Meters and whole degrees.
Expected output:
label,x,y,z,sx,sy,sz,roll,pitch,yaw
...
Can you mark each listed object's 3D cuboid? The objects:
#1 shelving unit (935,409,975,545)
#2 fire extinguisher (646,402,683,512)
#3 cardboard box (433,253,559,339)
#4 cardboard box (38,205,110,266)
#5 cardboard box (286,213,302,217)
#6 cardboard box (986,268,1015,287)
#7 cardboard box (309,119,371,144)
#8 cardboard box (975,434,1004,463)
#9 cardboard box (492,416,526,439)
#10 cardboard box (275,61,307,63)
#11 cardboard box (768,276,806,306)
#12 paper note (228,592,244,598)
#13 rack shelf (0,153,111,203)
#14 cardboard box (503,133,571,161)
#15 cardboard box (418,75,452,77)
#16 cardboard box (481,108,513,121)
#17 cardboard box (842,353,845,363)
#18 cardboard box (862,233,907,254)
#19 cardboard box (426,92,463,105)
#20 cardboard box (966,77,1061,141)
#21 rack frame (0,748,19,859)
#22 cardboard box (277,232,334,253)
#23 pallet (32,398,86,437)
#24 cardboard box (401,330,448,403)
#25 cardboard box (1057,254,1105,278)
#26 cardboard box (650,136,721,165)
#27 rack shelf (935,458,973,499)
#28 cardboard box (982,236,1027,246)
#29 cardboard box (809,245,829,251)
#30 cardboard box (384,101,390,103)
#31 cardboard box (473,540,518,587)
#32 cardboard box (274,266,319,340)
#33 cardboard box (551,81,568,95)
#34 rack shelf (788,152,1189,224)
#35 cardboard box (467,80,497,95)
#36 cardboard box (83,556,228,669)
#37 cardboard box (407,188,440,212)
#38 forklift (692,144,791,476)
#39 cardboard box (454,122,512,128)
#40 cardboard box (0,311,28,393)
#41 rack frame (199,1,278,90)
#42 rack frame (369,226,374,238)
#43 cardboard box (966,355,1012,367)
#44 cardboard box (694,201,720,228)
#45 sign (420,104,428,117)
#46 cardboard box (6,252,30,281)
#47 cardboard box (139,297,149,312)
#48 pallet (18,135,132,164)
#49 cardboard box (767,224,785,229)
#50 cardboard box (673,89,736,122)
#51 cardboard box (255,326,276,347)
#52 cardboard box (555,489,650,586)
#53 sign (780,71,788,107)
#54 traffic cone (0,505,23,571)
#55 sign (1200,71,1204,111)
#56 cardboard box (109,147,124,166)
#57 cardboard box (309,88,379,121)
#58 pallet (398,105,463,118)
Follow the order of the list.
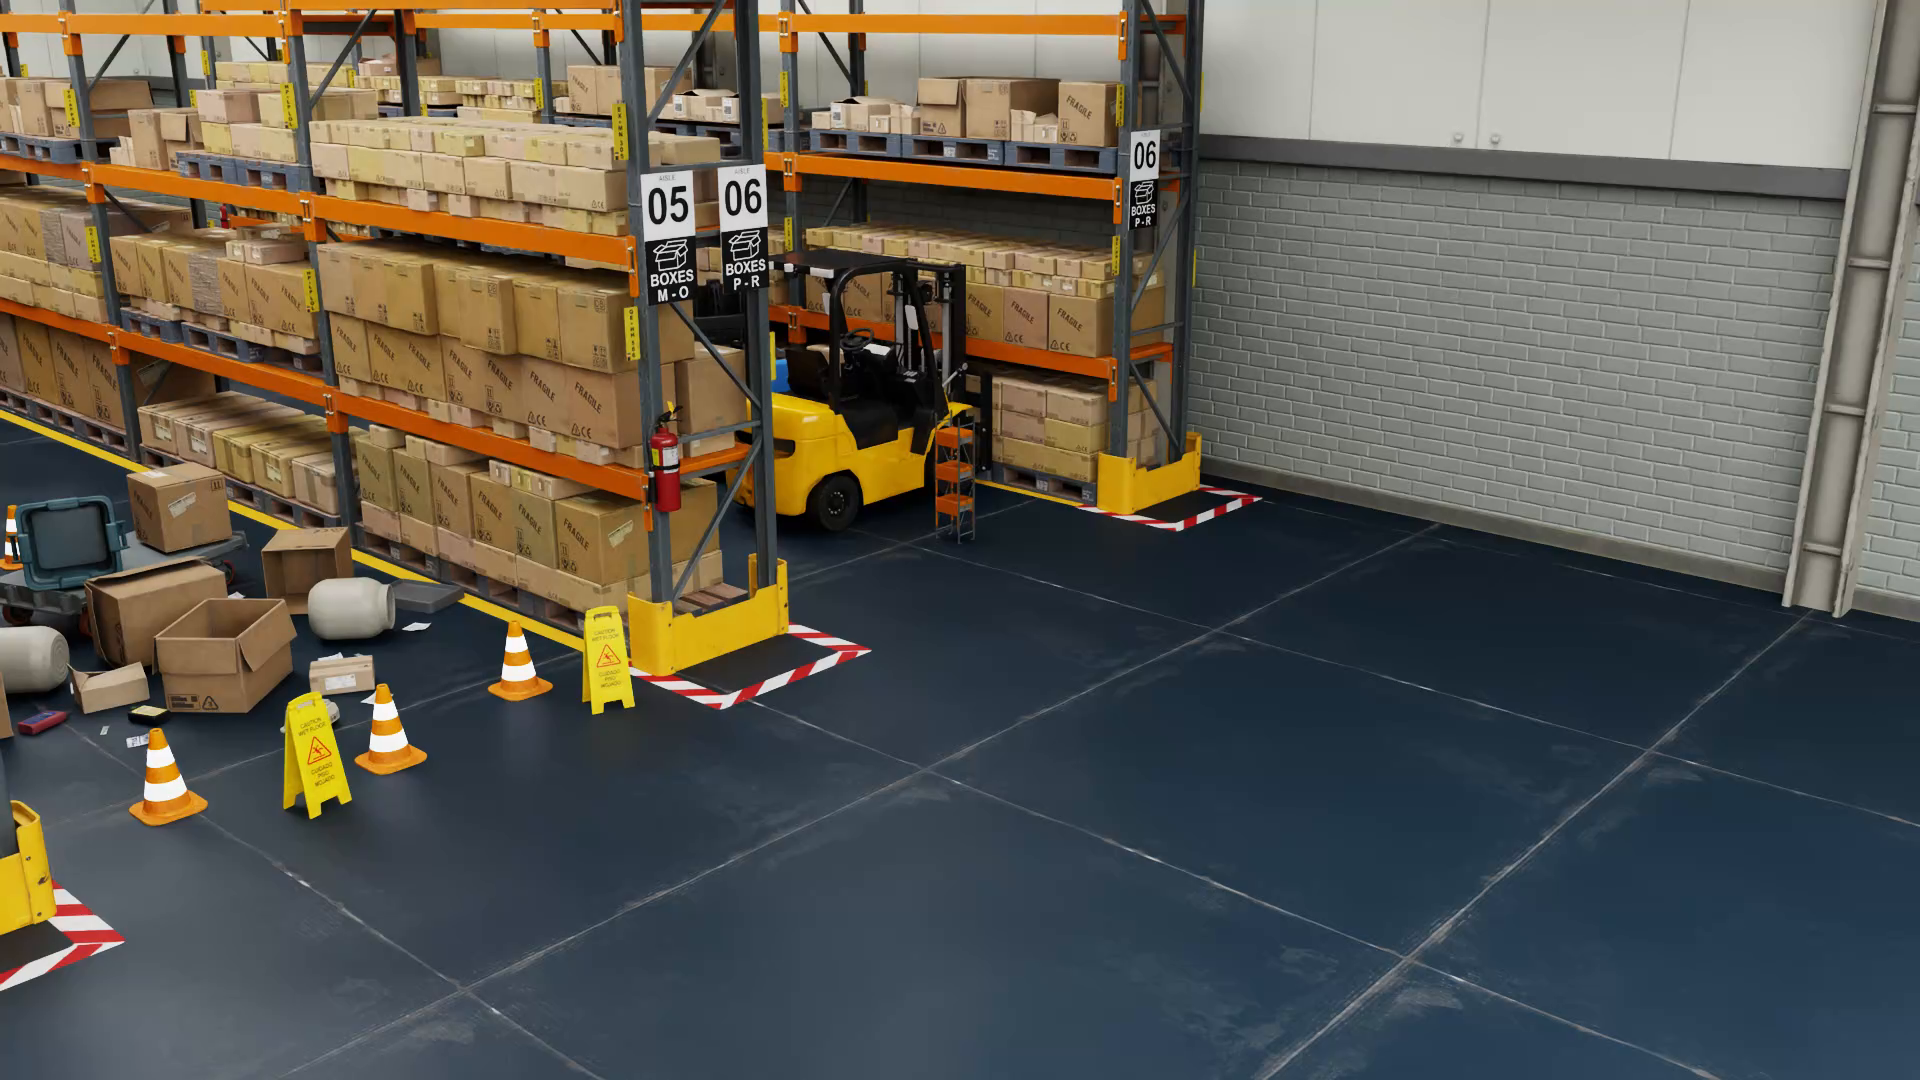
label,x,y,z,sx,sy,sz,roll,pitch,yaw
shelving unit,-0.040,-0.511,13.487,0.252,1.050,0.215,15,23,39
fire extinguisher,-1.848,-0.521,10.422,0.183,0.674,0.296,15,23,39
cardboard box,-3.259,-1.718,11.757,0.500,0.500,0.700,15,23,39
cardboard box,-8.561,-2.961,16.166,0.500,0.500,0.500,16,23,40
cardboard box,-8.987,-4.640,23.028,0.500,0.250,0.500,14,23,38
cardboard box,0.446,-2.378,14.907,0.250,0.149,0.380,14,22,38
cardboard box,-4.600,-3.041,12.374,0.250,0.149,0.380,15,23,38
cardboard box,0.369,-0.926,15.421,0.500,0.250,0.500,15,23,40
cardboard box,-3.052,-0.833,11.693,0.250,0.149,0.380,15,23,39
cardboard box,-9.396,-6.629,23.512,0.500,0.250,0.500,14,22,38
cardboard box,-1.878,-2.582,17.038,0.500,0.250,0.500,16,23,40
paper note,-5.355,0.419,12.240,0.142,0.019,0.148,15,23,39
rack shelf,-9.107,-3.780,16.793,4.000,0.370,1.077,15,23,39
cardboard box,-2.781,-2.597,10.975,0.250,0.149,0.380,15,23,39
cardboard box,-6.609,-5.789,21.000,0.250,0.149,0.380,14,23,38
cardboard box,-5.241,-4.922,19.452,0.500,0.250,0.500,15,23,39
cardboard box,-0.798,-1.705,16.224,0.500,0.250,0.500,15,23,39
cardboard box,-0.709,-2.823,15.820,0.250,0.149,0.380,16,23,40
cardboard box,-6.185,-5.323,20.023,0.250,0.149,0.380,16,23,40
cardboard box,0.472,-3.796,14.631,0.500,0.500,0.700,15,23,40
rack frame,-4.838,0.455,7.219,0.127,3.000,1.000,15,23,39
cardboard box,-5.617,-2.556,14.284,0.250,0.149,0.380,17,24,42
pallet,-9.059,-1.383,17.619,1.213,0.211,1.003,15,23,39
cardboard box,-3.717,-1.327,12.177,0.500,0.500,0.500,15,23,39
cardboard box,1.051,-2.374,14.405,0.250,0.149,0.380,15,23,39
cardboard box,-1.758,-2.493,10.645,0.250,0.149,0.380,15,23,39
rack shelf,-0.040,-0.501,13.490,0.240,0.259,0.215,15,23,39
cardboard box,0.417,-2.740,15.558,0.250,0.149,0.380,15,23,40
cardboard box,-1.264,-2.845,16.381,0.250,0.149,0.380,15,23,38
cardboard box,-7.501,-5.884,21.991,0.500,0.250,0.500,14,23,38
cardboard box,-3.188,0.114,12.144,0.500,0.250,0.500,14,22,37
cardboard box,-5.117,-1.919,13.347,0.500,0.500,0.500,15,23,38
cardboard box,-4.582,-5.299,19.489,0.250,0.149,0.380,15,23,40
rack shelf,0.168,-3.297,15.273,4.000,0.370,1.077,15,23,39
cardboard box,-5.553,-5.318,19.547,0.250,0.149,0.380,14,23,38
cardboard box,-5.327,0.474,11.061,0.503,0.637,0.797,15,23,39
cardboard box,-3.643,-2.401,11.676,0.250,0.149,0.380,14,23,38
forklift,-2.554,-2.386,16.284,1.130,2.935,3.031,-8,19,-24
cardboard box,-3.448,-2.958,12.113,0.250,0.149,0.380,14,23,38
cardboard box,-10.086,-2.176,18.326,0.875,0.875,0.875,16,24,41
rack frame,-10.303,-7.881,23.568,0.127,3.000,1.000,15,23,39
rack frame,-7.311,-4.218,21.945,0.127,3.000,1.000,15,23,39
cardboard box,0.309,-1.621,15.959,0.500,0.250,0.500,14,23,38
cardboard box,-1.660,-2.135,10.837,0.250,0.149,0.380,15,23,39
sign,-4.265,-3.289,13.202,0.005,0.325,0.100,15,23,39
cardboard box,-9.313,-2.802,16.905,0.500,0.250,0.500,14,22,38
cardboard box,-7.302,-2.200,15.306,0.250,0.149,0.380,13,22,36
pallet,-8.128,-3.748,15.817,1.003,0.211,1.213,16,24,42
cardboard box,-2.005,-3.251,17.658,0.250,0.149,0.380,15,23,39
cardboard box,-2.605,-4.491,17.134,0.500,0.311,0.500,14,22,37
cardboard box,-5.590,-1.710,13.762,0.250,0.149,0.380,15,23,38
cardboard box,-2.400,-0.034,11.371,0.500,0.500,0.500,15,23,40
sign,-1.680,-4.313,15.911,0.005,0.325,0.100,15,23,39
traffic cone,-7.357,-0.043,12.983,0.334,0.463,0.336,15,23,39
sign,2.037,-3.817,14.146,0.005,0.325,0.100,15,23,39
cardboard box,-7.488,-3.500,15.137,0.250,0.149,0.380,15,23,39
cardboard box,-5.170,-3.591,13.736,0.500,0.250,0.500,14,23,38
pallet,-6.092,-5.204,20.403,1.003,0.211,1.213,15,23,39
